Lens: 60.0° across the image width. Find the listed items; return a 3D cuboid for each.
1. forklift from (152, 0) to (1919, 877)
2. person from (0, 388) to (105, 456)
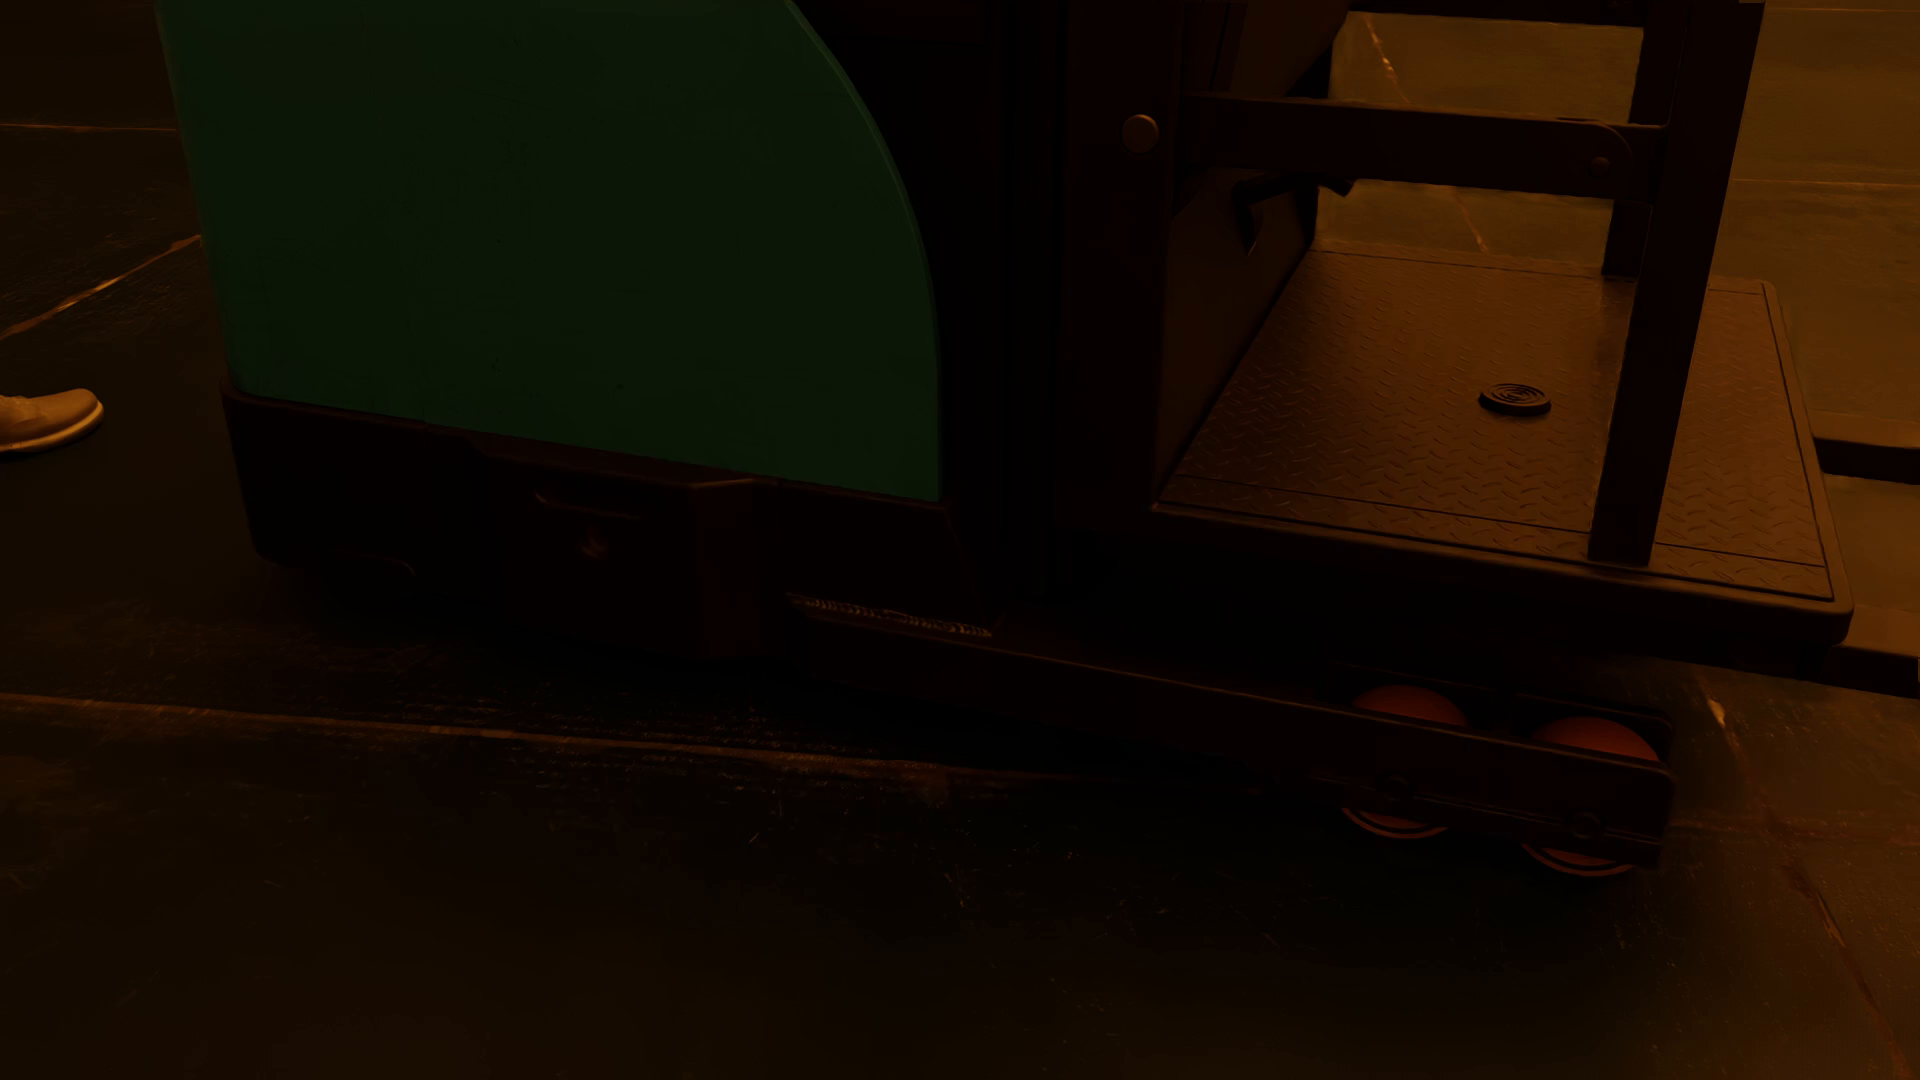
[{"bbox_3d":[0.575,-1.220,1.663,3.031,2.935,1.130,9,28,18],"label":"forklift"},{"bbox_3d":[-1.836,-0.953,2.425,0.664,1.771,0.496,11,29,22],"label":"person"}]
